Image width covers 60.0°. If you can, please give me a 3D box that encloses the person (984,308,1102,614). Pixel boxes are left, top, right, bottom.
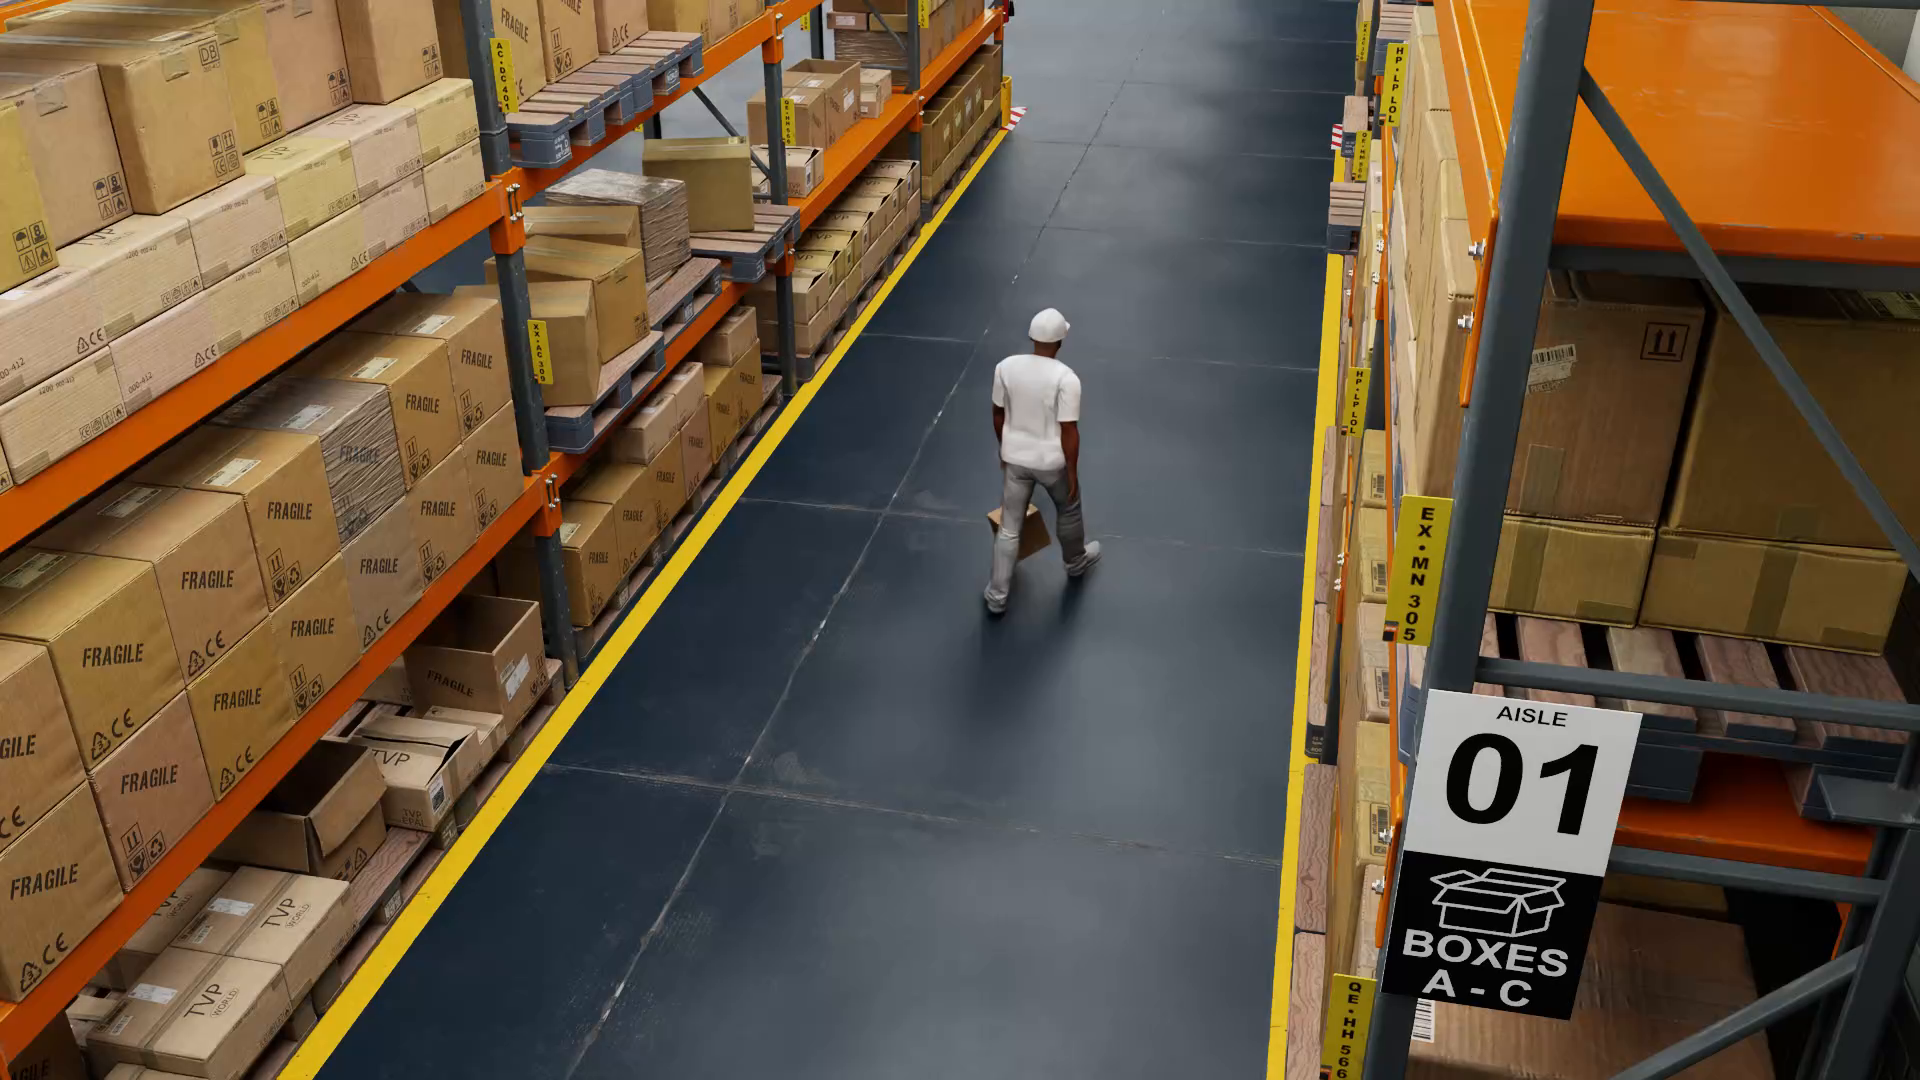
[{"bbox_3d":[0.453,-0.485,9.517,0.601,1.728,0.951,15,32,25],"label":"person"}]
